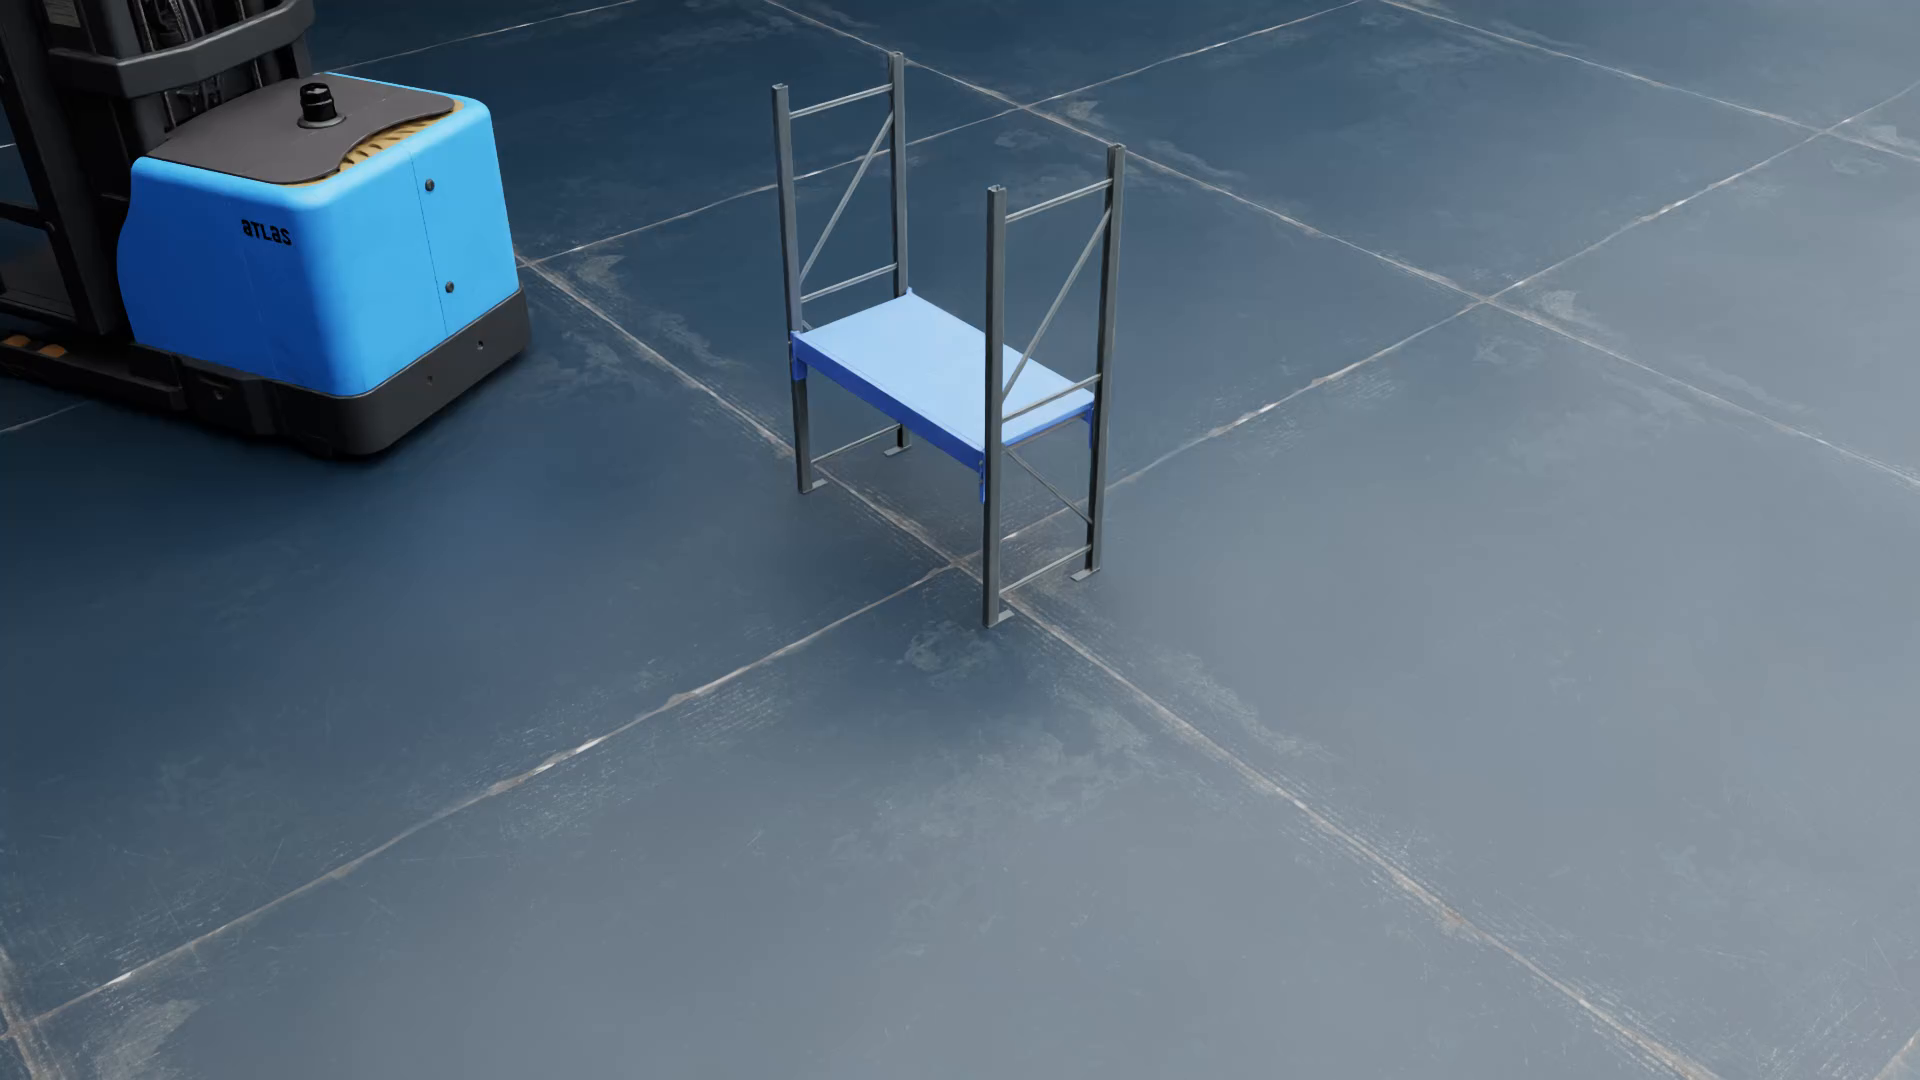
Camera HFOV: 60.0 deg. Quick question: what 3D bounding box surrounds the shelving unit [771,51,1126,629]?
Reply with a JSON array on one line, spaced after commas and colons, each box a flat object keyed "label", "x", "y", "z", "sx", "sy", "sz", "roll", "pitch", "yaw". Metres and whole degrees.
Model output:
[{"label": "shelving unit", "x": -0.055, "y": -0.650, "z": 5.370, "sx": 0.538, "sy": 1.500, "sz": 1.048, "roll": -26, "pitch": 43, "yaw": -32}]

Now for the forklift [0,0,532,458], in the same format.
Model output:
[{"label": "forklift", "x": -3.305, "y": -2.064, "z": 6.129, "sx": 3.031, "sy": 2.935, "sz": 1.130, "roll": 15, "pitch": 38, "yaw": 20}]

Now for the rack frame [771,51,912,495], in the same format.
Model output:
[{"label": "rack frame", "x": -0.383, "y": -0.874, "z": 5.687, "sx": 0.500, "sy": 1.500, "sz": 0.032, "roll": -26, "pitch": 43, "yaw": -32}]

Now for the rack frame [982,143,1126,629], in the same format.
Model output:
[{"label": "rack frame", "x": 0.273, "y": -0.425, "z": 5.053, "sx": 0.500, "sy": 1.500, "sz": 0.032, "roll": -26, "pitch": 43, "yaw": -32}]

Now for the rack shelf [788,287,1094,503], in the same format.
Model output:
[{"label": "rack shelf", "x": -0.055, "y": -0.503, "z": 5.474, "sx": 0.538, "sy": 0.185, "sz": 1.000, "roll": -26, "pitch": 43, "yaw": -32}]
